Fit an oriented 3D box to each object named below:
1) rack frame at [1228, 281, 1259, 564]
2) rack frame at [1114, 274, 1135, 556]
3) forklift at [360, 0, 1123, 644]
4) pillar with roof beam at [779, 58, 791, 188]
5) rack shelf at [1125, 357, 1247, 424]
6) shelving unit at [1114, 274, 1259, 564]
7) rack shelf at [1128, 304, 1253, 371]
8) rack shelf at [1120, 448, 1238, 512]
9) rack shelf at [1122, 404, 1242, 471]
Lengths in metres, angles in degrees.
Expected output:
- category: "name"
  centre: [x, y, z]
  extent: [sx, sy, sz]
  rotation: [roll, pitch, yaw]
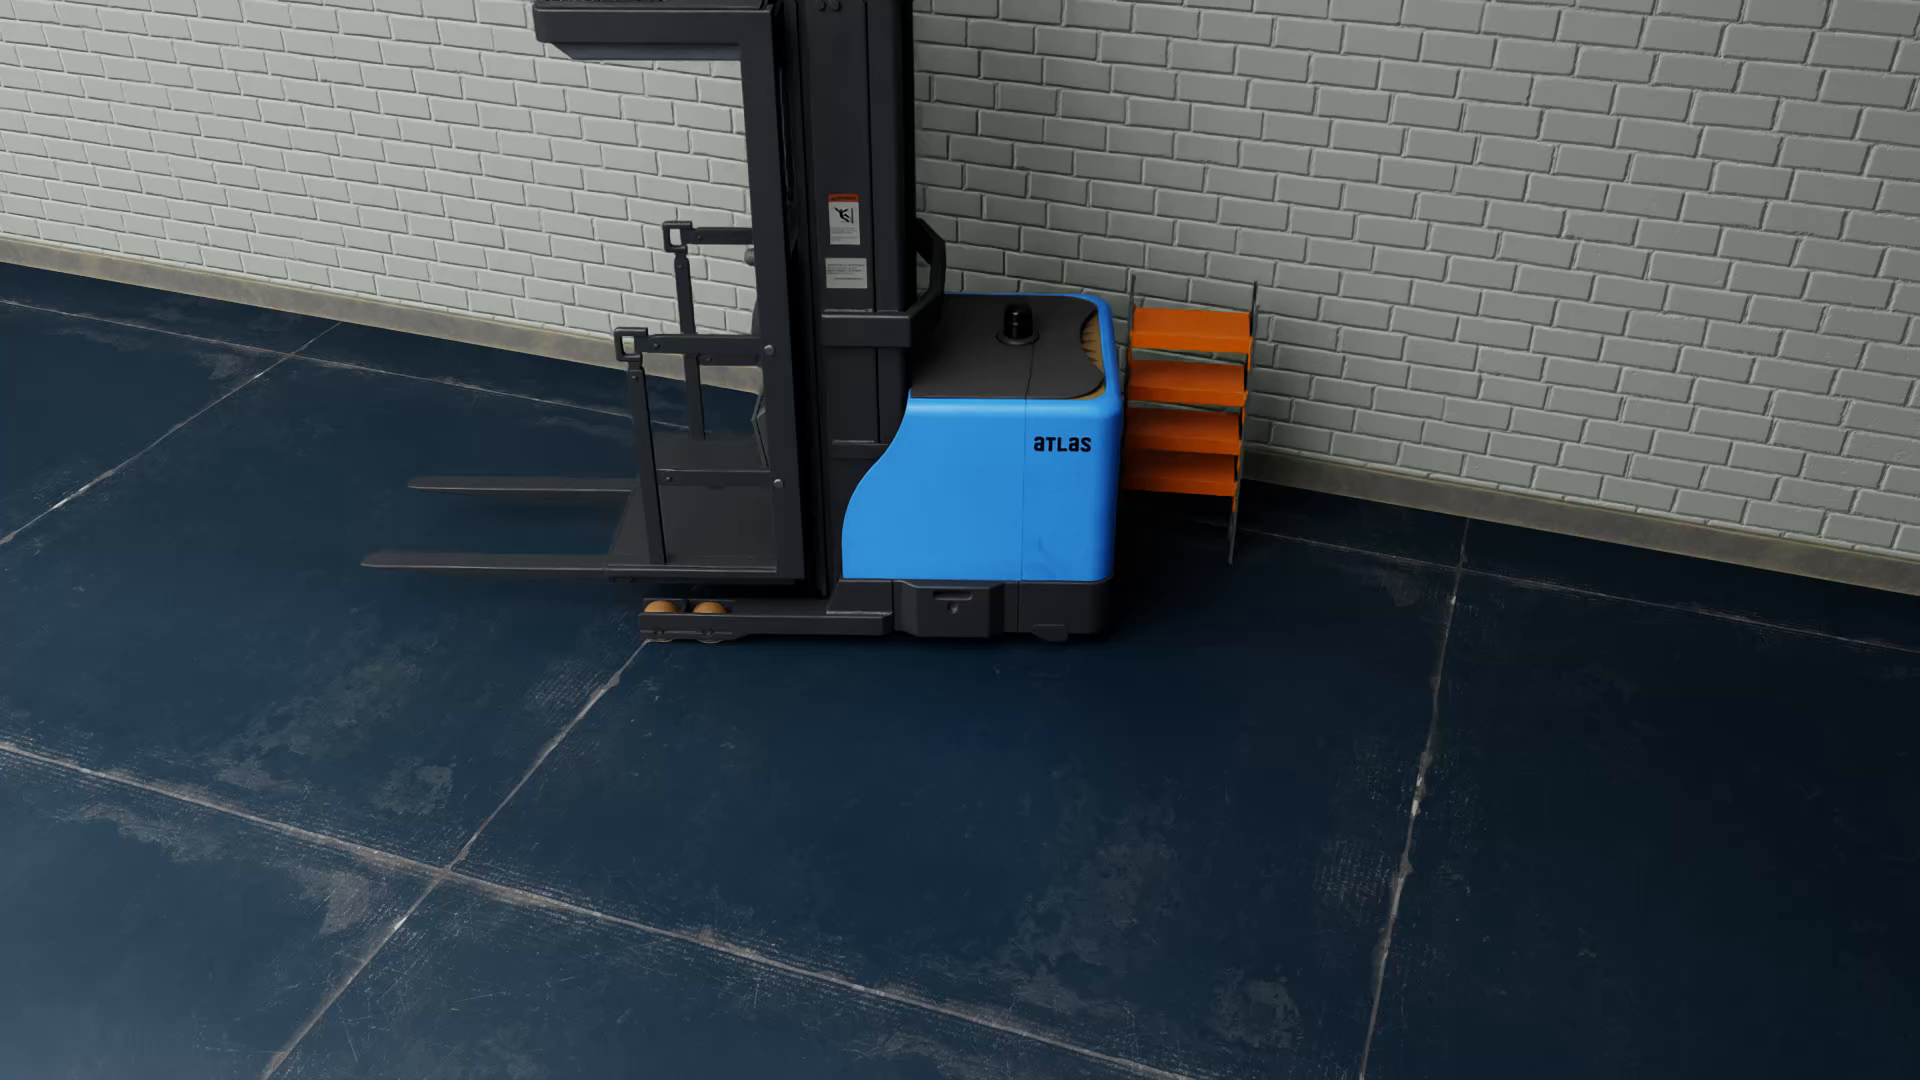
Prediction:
- category: "rack frame"
  centre: [1.168, -0.467, 6.868]
  extent: [0.015, 1.200, 0.240]
  rotation: [4, 33, 6]
- category: "rack frame"
  centre: [0.684, -0.501, 6.919]
  extent: [0.015, 1.200, 0.240]
  rotation: [4, 33, 6]
- category: "forklift"
  centre: [-0.892, -1.105, 6.260]
  extent: [3.031, 2.935, 1.130]
  rotation: [1, 33, 1]
- category: "pillar with roof beam"
  centre: [-2.049, -2.171, 2.316]
  extent: [0.400, 9.000, 9.100]
  rotation: [11, 34, 16]
- category: "rack shelf"
  centre: [0.926, -0.615, 6.809]
  extent: [0.480, 0.148, 0.258]
  rotation: [4, 33, 6]
- category: "shelving unit"
  centre: [0.926, -0.484, 6.893]
  extent: [0.503, 1.200, 0.258]
  rotation: [4, 33, 6]
- category: "rack shelf"
  centre: [0.926, -0.814, 6.680]
  extent: [0.480, 0.148, 0.258]
  rotation: [4, 33, 6]
- category: "rack shelf"
  centre: [0.926, -0.261, 7.038]
  extent: [0.480, 0.148, 0.258]
  rotation: [4, 33, 6]
- category: "rack shelf"
  centre: [0.926, -0.427, 6.930]
  extent: [0.480, 0.148, 0.258]
  rotation: [4, 33, 6]
